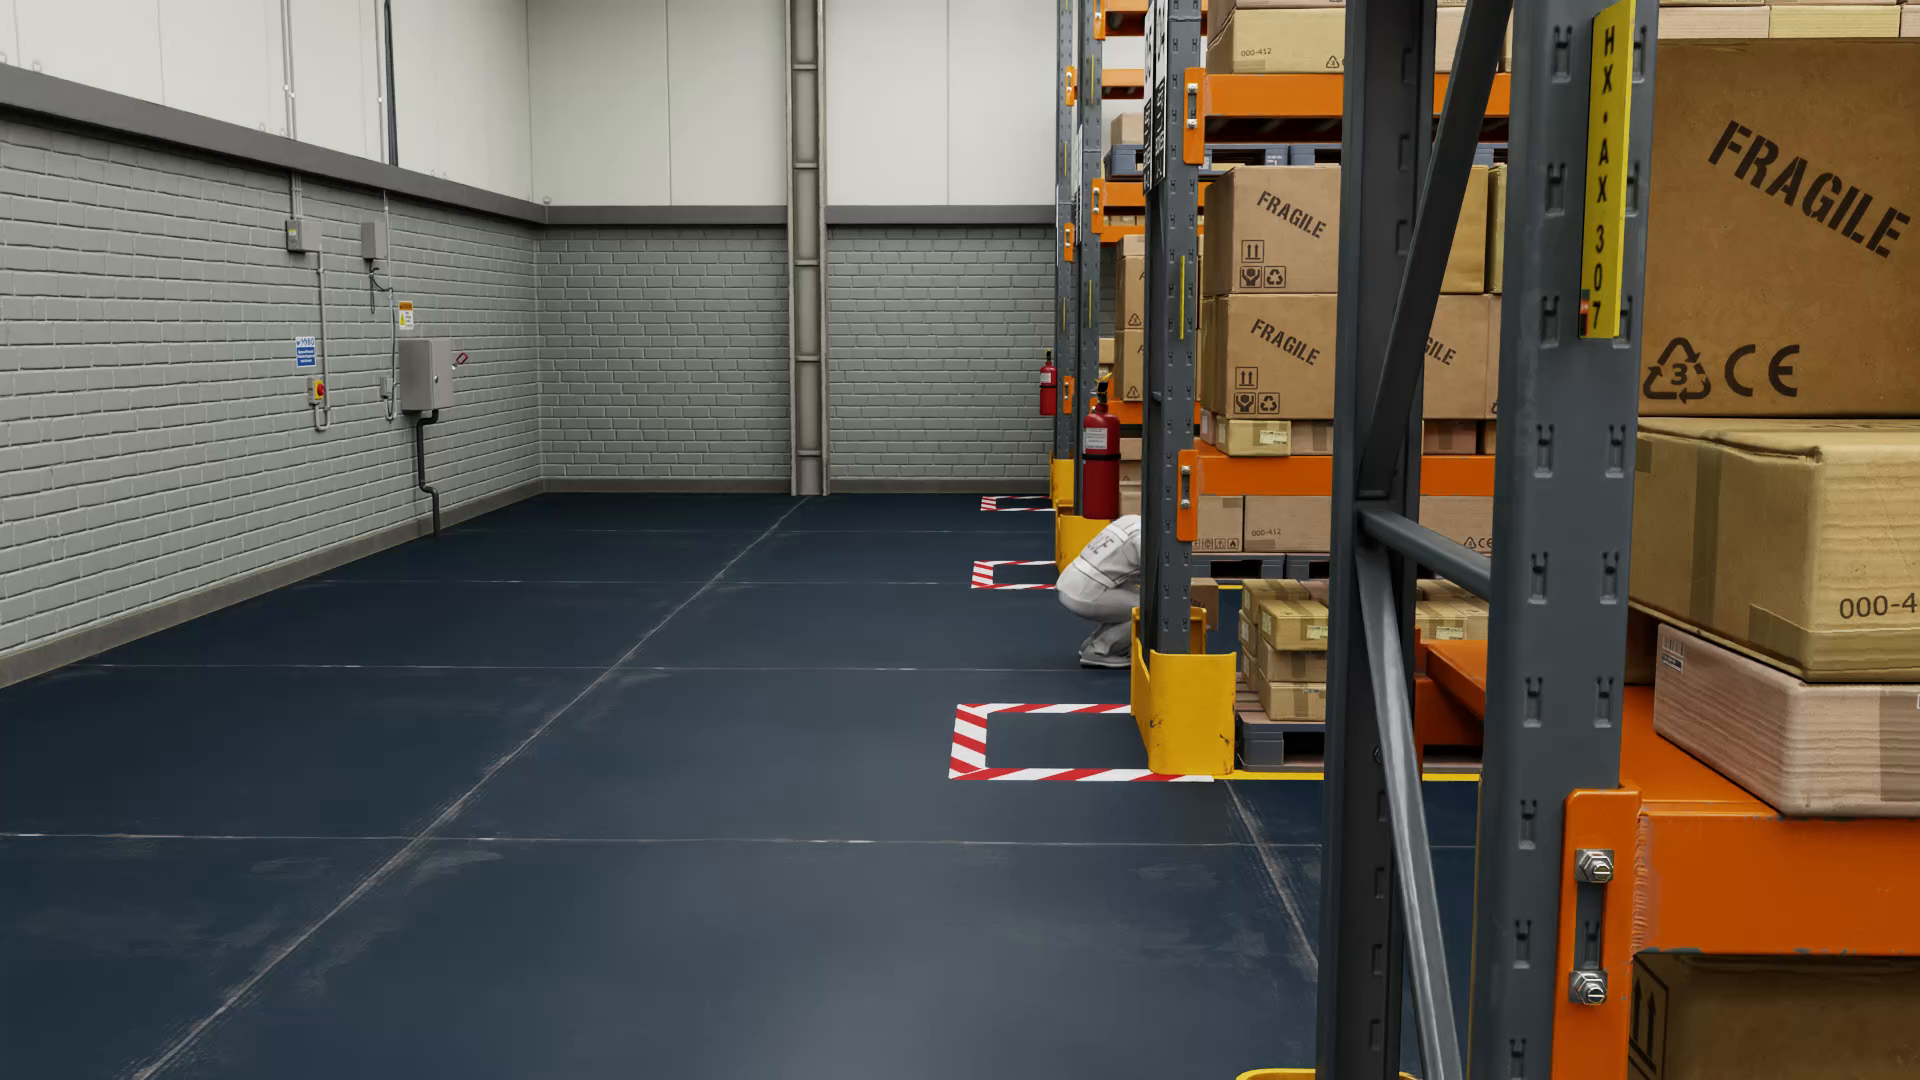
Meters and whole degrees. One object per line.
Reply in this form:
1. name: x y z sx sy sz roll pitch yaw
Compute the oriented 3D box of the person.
1. person: 0.936 0.200 9.018 0.827 0.967 0.497 0 7 1
